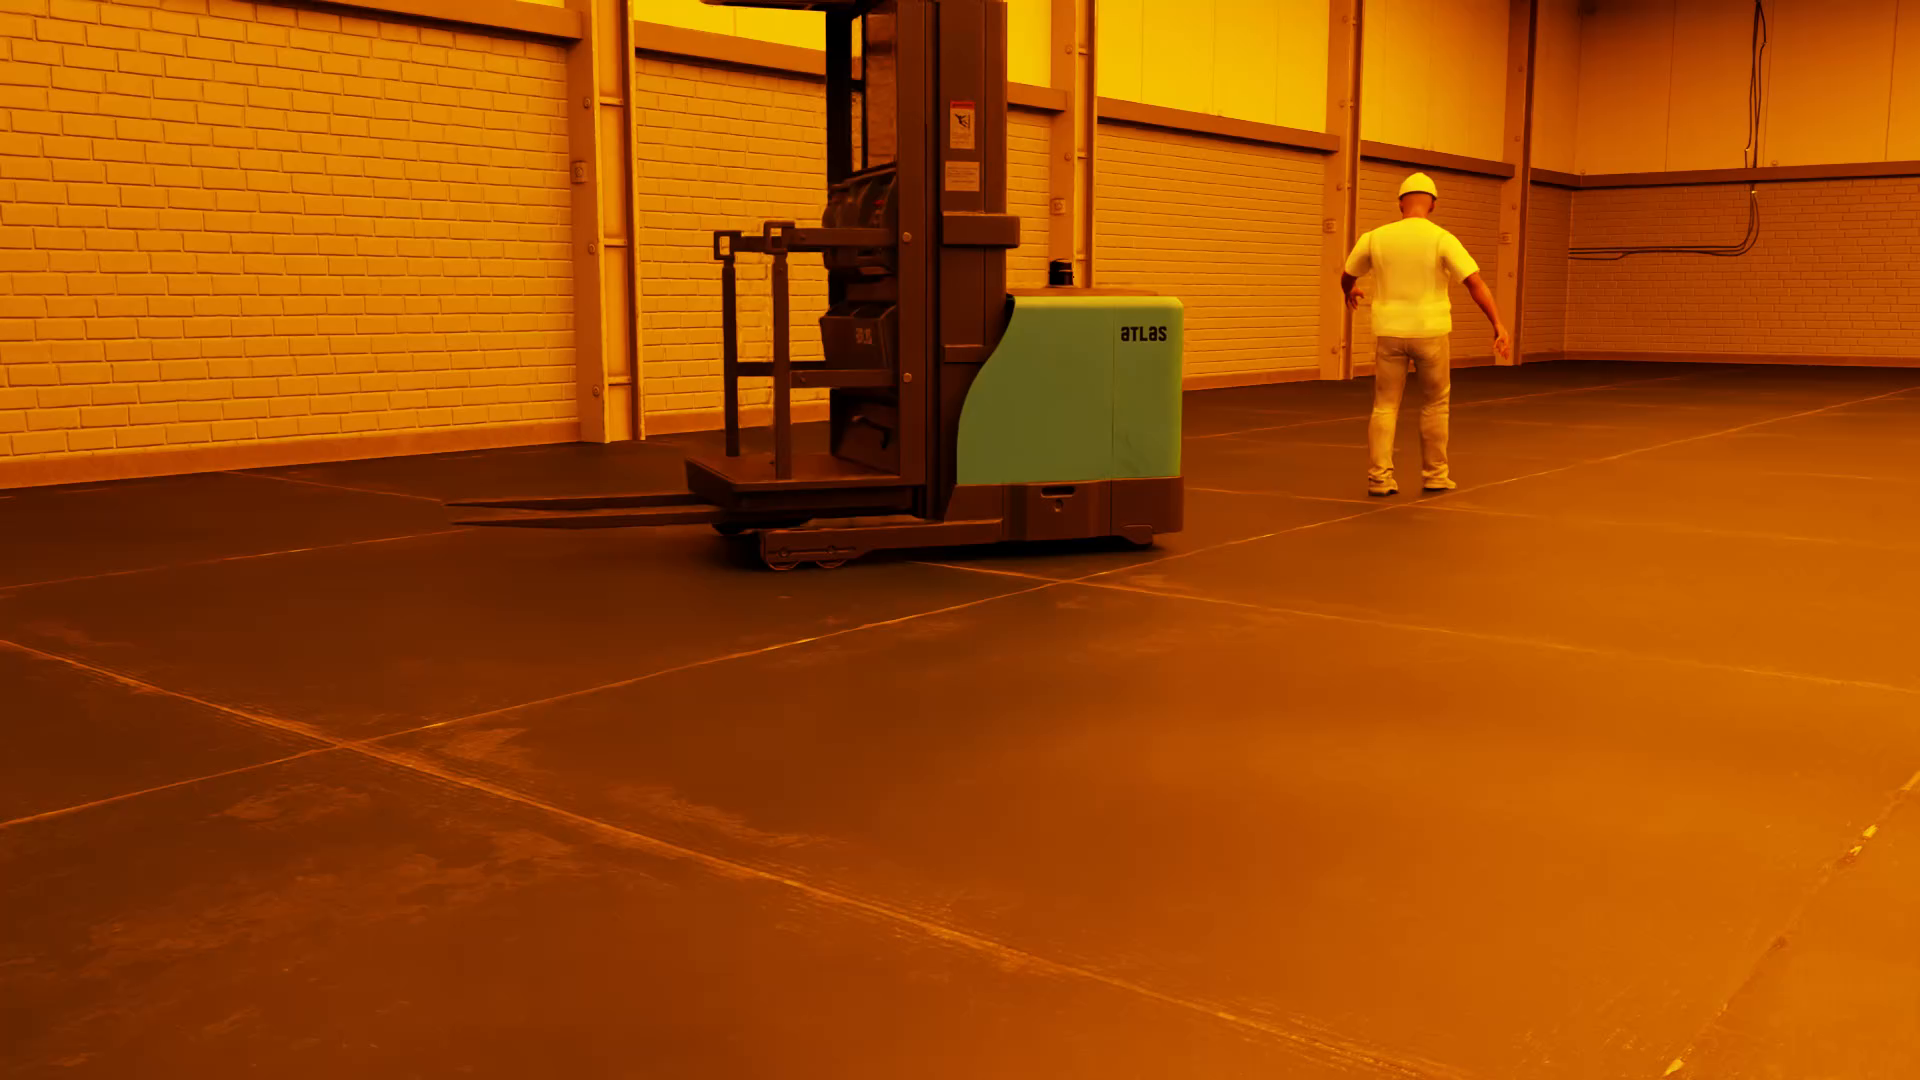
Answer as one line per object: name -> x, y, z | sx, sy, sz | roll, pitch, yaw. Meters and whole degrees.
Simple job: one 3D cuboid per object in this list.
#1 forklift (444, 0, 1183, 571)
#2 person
forklift -> -0.610, -1.413, 6.936 | 3.031, 2.935, 1.130 | -3, 9, -19
person -> 2.541, -1.124, 9.147 | 1.033, 1.749, 0.738 | 5, 10, 29
